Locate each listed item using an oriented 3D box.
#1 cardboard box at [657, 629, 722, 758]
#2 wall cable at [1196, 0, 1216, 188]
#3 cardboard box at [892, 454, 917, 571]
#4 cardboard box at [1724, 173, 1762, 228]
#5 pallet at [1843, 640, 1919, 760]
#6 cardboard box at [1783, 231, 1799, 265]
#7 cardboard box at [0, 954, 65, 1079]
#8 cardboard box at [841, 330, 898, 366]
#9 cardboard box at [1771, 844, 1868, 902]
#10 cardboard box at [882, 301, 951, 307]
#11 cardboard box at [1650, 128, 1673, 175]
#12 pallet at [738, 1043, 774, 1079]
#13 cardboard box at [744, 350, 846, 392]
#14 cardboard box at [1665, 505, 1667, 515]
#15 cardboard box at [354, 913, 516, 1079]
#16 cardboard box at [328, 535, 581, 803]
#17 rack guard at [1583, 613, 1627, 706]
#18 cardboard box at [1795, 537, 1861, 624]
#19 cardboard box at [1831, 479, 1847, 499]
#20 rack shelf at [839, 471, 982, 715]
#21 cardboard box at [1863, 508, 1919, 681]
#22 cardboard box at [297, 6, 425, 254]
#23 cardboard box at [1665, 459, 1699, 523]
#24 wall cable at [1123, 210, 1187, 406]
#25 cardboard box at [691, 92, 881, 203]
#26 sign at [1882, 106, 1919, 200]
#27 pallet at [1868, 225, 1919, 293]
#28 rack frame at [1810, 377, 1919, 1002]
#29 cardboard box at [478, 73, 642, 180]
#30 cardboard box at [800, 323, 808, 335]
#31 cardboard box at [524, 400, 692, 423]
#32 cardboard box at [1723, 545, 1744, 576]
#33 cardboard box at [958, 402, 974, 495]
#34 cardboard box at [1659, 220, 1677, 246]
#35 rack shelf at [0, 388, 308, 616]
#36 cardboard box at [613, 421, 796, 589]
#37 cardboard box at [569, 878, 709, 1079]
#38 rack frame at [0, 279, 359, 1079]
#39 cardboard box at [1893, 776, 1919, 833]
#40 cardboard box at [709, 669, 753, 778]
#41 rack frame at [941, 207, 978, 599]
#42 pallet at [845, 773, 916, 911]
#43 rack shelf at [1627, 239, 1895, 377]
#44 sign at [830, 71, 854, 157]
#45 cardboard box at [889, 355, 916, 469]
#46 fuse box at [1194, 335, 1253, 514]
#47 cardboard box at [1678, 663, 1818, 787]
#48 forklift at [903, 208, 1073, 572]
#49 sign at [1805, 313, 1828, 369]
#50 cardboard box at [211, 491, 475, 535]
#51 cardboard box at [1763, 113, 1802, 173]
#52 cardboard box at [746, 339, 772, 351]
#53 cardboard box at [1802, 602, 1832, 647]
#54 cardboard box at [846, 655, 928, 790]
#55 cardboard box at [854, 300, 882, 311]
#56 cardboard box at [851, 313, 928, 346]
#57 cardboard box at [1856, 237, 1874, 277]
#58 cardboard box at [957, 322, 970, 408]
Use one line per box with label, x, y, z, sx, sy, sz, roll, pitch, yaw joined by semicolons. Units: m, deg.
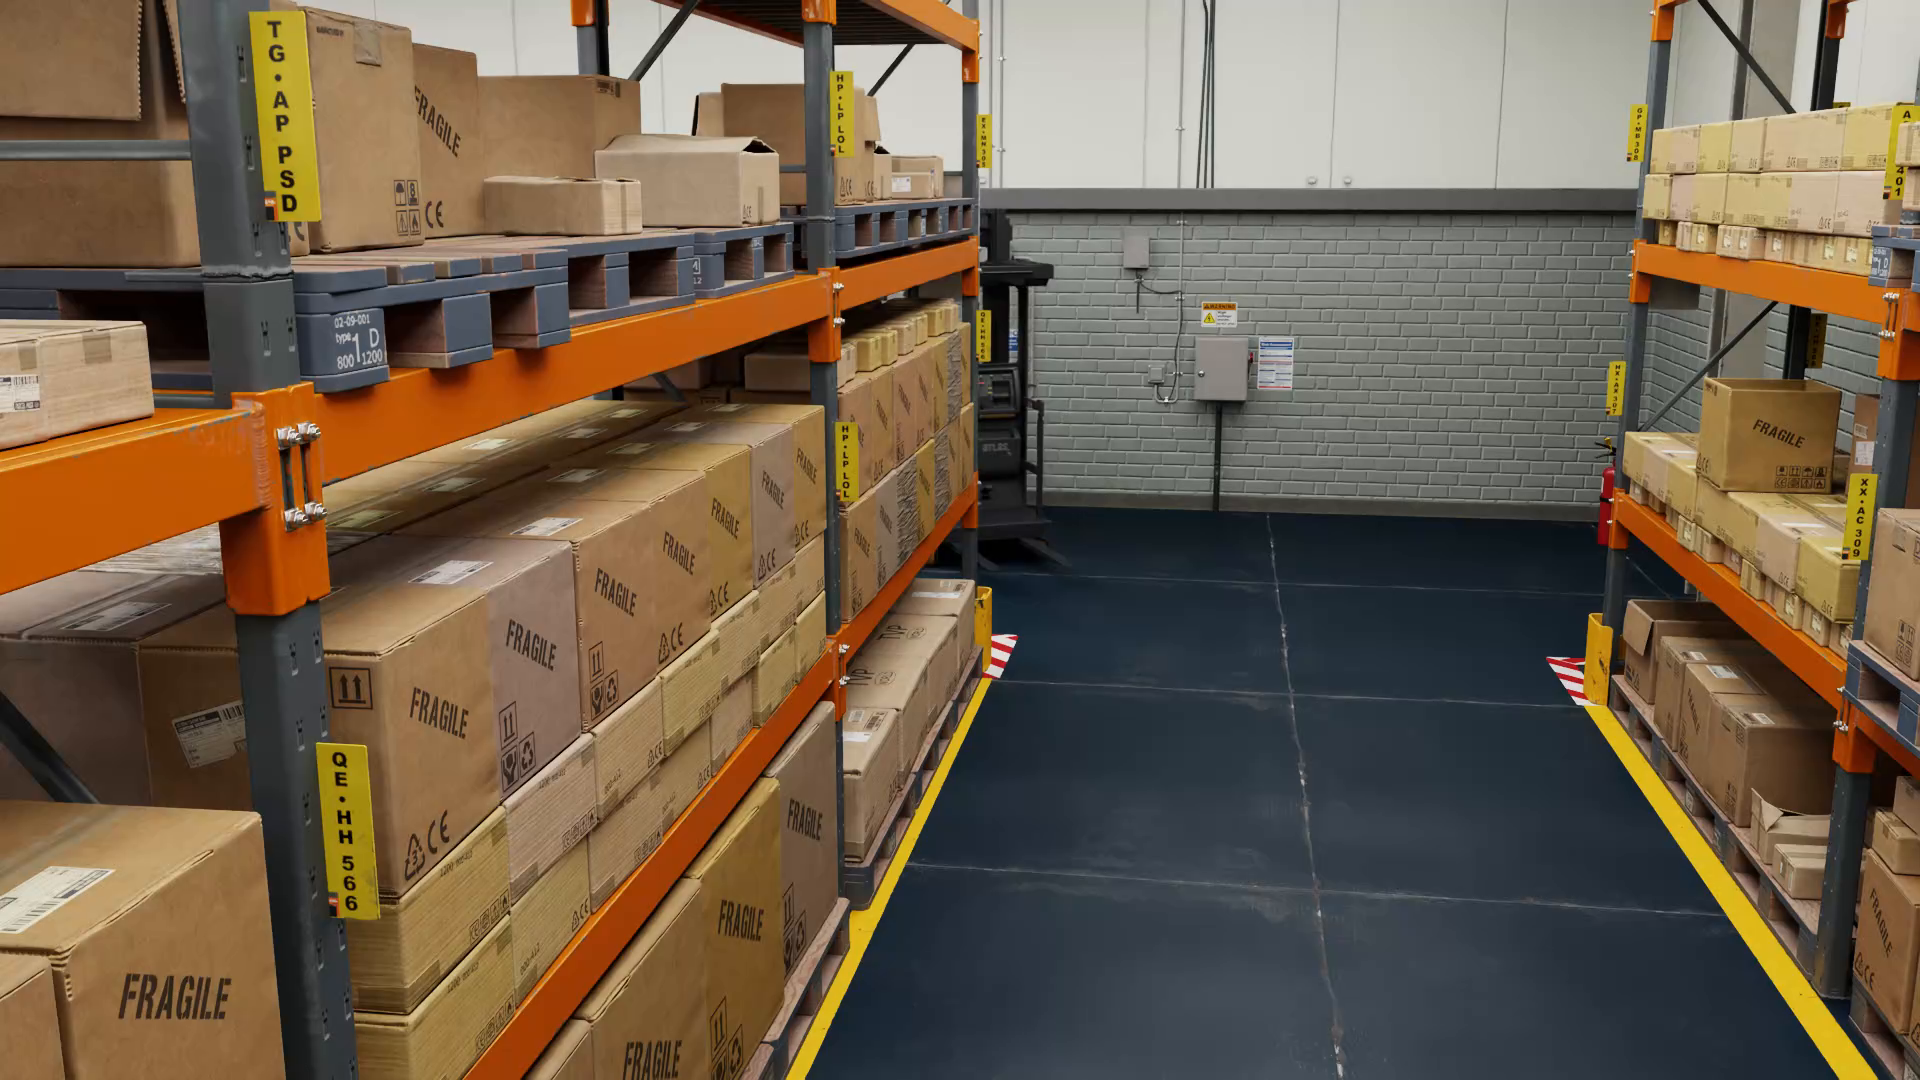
cardboard box;-1.035;0.441;4.994;0.500;0.250;0.500;2;12;10
wall cable;3.699;-4.660;15.169;2.988;3.039;0.133;2;12;9
cardboard box;-0.507;-0.153;8.344;0.500;0.500;0.500;2;12;9
cardboard box;3.974;-1.613;7.888;0.500;0.250;0.500;2;12;8
pallet;3.672;0.610;5.498;1.003;0.211;1.213;2;12;9
cardboard box;3.869;-1.287;7.320;0.380;0.149;0.250;2;12;11
cardboard box;-1.481;0.838;2.044;0.500;0.500;0.500;2;12;8
cardboard box;-0.508;-0.931;8.044;0.380;0.149;0.250;2;12;7
cardboard box;3.699;1.416;7.071;0.380;0.149;0.250;2;12;7
cardboard box;-0.260;-1.359;10.030;0.380;0.149;0.250;2;12;10
cardboard box;4.202;-2.178;9.322;0.500;0.250;0.500;2;12;8
pallet;-1.232;1.974;5.331;1.003;0.211;1.213;2;12;9
cardboard box;-0.697;-0.719;7.057;0.380;0.149;0.250;2;12;8
cardboard box;4.197;-0.187;9.335;0.380;0.149;0.250;2;12;8
cardboard box;-1.293;1.006;3.563;0.500;0.250;0.500;2;12;8
cardboard box;-1.233;0.290;3.916;0.500;0.500;0.500;2;12;9
rack guard;4.507;0.759;10.287;1.175;0.500;0.348;2;12;9
cardboard box;3.740;0.167;6.746;0.500;0.250;0.500;2;12;10
cardboard box;4.468;-0.128;8.117;0.500;0.250;0.500;2;12;9
rack shelf;-0.695;0.129;8.983;1.077;0.370;4.000;2;12;9
cardboard box;3.608;0.193;5.745;0.700;0.500;0.500;2;12;10
cardboard box;-1.653;-0.907;3.726;0.700;0.500;0.500;1;12;6
cardboard box;4.030;-0.255;8.706;0.500;0.250;0.500;2;12;8
wall cable;1.860;-2.267;15.981;0.588;1.984;0.122;2;12;9
cardboard box;-0.827;-1.859;7.902;0.797;0.503;0.637;3;12;13
sign;3.366;-1.382;5.937;0.100;0.325;0.005;2;12;9
pallet;3.733;-0.887;5.318;1.213;0.211;1.003;2;12;9
rack frame;3.903;0.353;6.233;1.000;3.000;0.127;2;12;9
cardboard box;-1.424;-1.353;5.797;0.500;0.500;0.500;2;12;8
cardboard box;-0.987;-1.051;8.602;0.380;0.149;0.250;2;12;9
cardboard box;-1.354;-0.262;6.478;0.500;0.500;0.500;2;12;9
cardboard box;3.957;0.081;8.093;0.380;0.149;0.250;2;12;9
cardboard box;-0.200;-0.579;10.323;0.500;0.500;0.500;2;12;9
cardboard box;4.239;-1.764;9.534;0.380;0.149;0.250;2;12;10
rack shelf;-1.925;0.328;0.940;1.077;0.370;4.000;2;12;9
cardboard box;-0.895;-0.135;5.890;0.500;0.500;0.500;2;12;10
cardboard box;-1.288;1.533;4.807;0.875;0.875;0.875;2;12;9
rack frame;-1.617;1.026;3.112;1.000;3.000;0.127;2;12;9
cardboard box;3.645;0.976;6.037;0.380;0.149;0.250;2;12;8
cardboard box;-0.998;0.579;5.544;0.500;0.250;0.500;2;12;7
rack frame;-0.387;-0.639;10.839;1.000;3.000;0.127;2;12;9
pallet;-0.808;1.401;7.992;1.003;0.211;1.213;2;12;9
rack shelf;4.211;-1.178;7.925;1.077;0.370;4.000;2;12;9
sign;-0.464;-1.664;6.500;0.100;0.325;0.005;2;12;9
cardboard box;-0.516;-0.647;8.264;0.500;0.500;0.500;2;12;10
fuse box;2.510;-1.086;15.969;0.539;1.711;0.414;2;12;9
cardboard box;3.980;0.945;8.424;0.500;0.500;0.500;2;12;10
forklift;0.128;-1.301;14.072;1.130;2.935;3.031;-4;13;-16
sign;5.064;-1.178;9.839;0.100;0.325;0.005;2;12;9
cardboard box;-1.643;0.162;4.510;0.500;0.500;0.500;2;12;9
cardboard box;3.898;-1.753;7.352;0.500;0.250;0.500;2;12;10
cardboard box;-1.073;-0.839;7.615;0.380;0.149;0.250;2;12;9
cardboard box;3.721;0.347;6.860;0.380;0.149;0.250;2;12;10
cardboard box;-0.662;0.927;8.657;0.875;0.438;0.875;2;12;7
cardboard box;-0.685;-1.372;10.090;0.380;0.149;0.250;2;12;10
cardboard box;-0.386;-1.145;9.038;0.380;0.149;0.250;2;12;10
cardboard box;3.666;-1.074;6.335;0.380;0.149;0.250;2;12;8
cardboard box;-0.226;-1.069;10.222;0.500;0.500;0.500;2;12;11
